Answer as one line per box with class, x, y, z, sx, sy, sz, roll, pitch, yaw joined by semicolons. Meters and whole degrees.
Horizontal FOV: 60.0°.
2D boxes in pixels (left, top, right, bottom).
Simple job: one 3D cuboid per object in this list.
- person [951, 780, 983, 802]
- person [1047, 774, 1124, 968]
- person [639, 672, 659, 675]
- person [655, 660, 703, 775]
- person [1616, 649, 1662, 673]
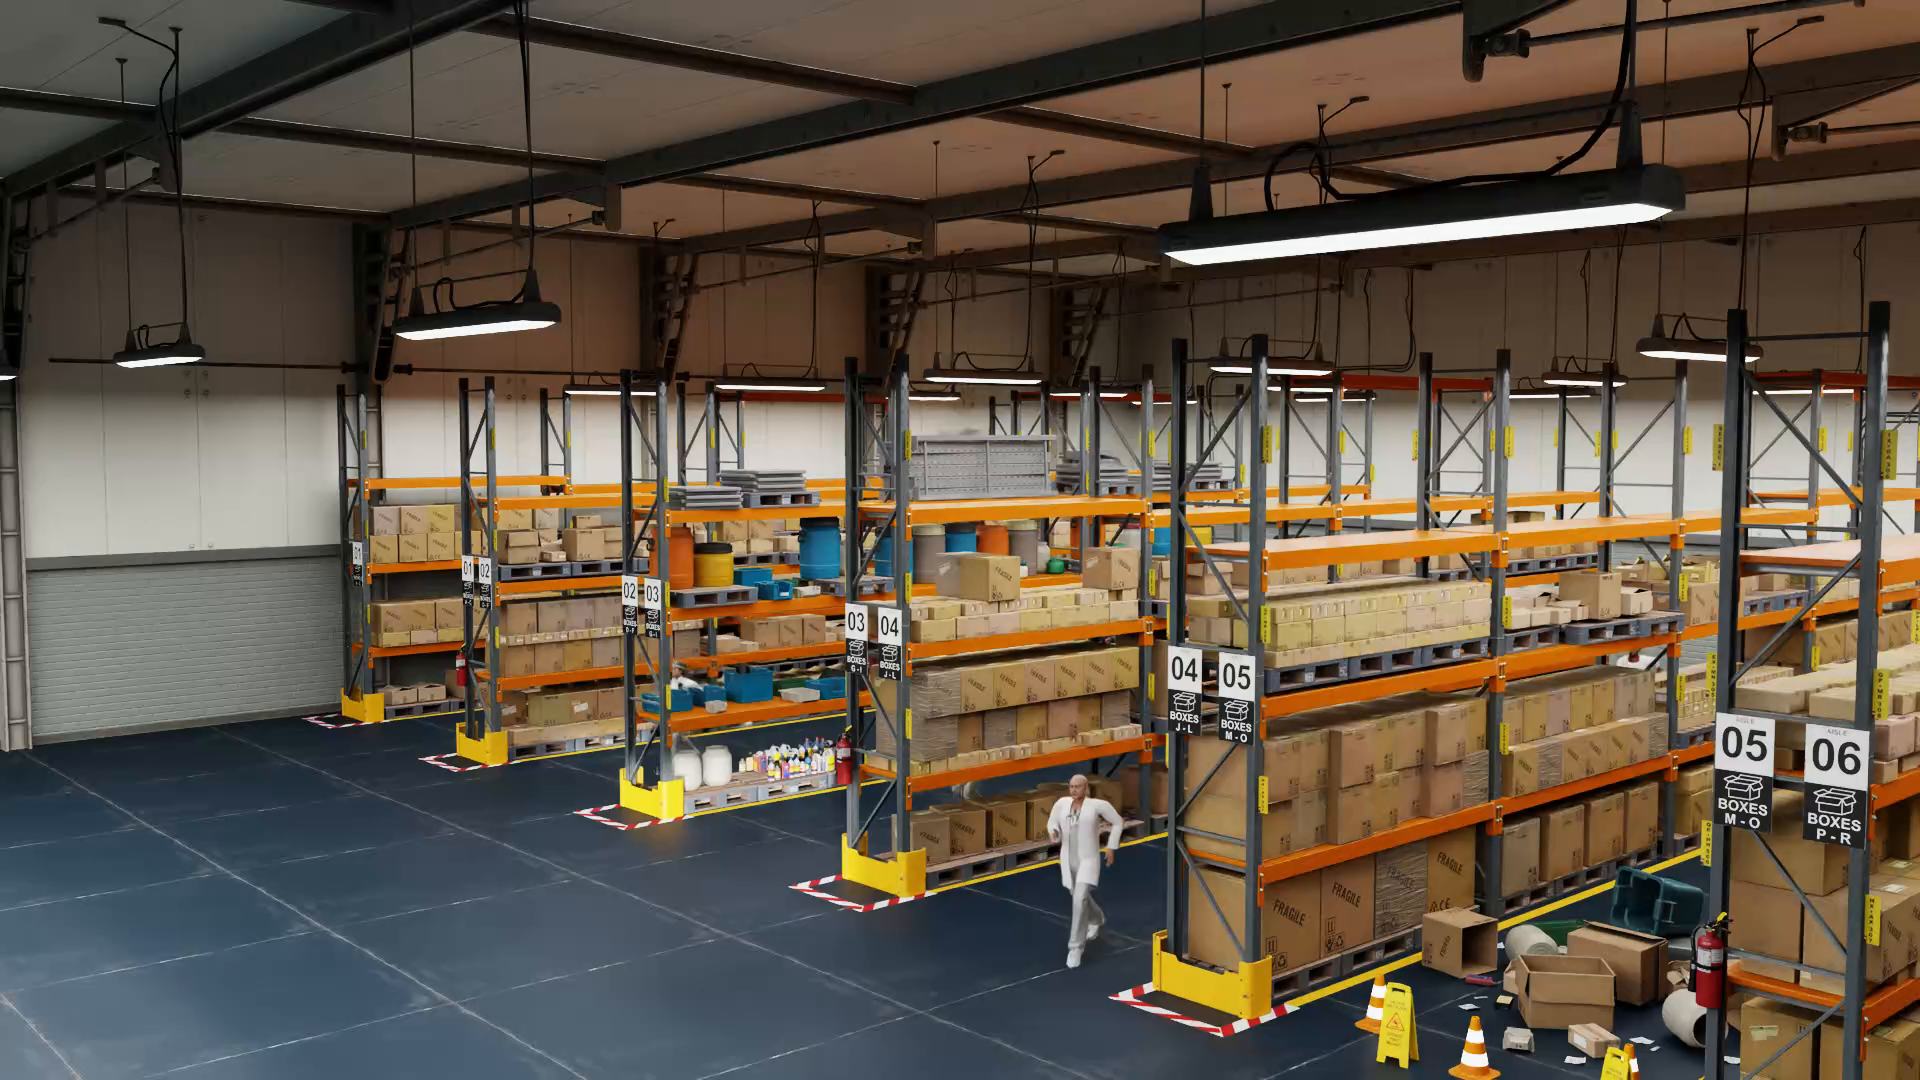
person;0.164;2.923;21.730;0.549;1.623;0.556;3;5;37
person;1.201;3.202;16.449;0.734;1.810;0.995;2;4;33
person;-5.594;2.350;30.228;0.540;1.711;0.801;3;5;35
person;-4.280;2.648;25.177;0.623;1.675;0.992;3;5;39
person;10.994;2.491;27.078;0.669;1.759;1.000;4;5;44
